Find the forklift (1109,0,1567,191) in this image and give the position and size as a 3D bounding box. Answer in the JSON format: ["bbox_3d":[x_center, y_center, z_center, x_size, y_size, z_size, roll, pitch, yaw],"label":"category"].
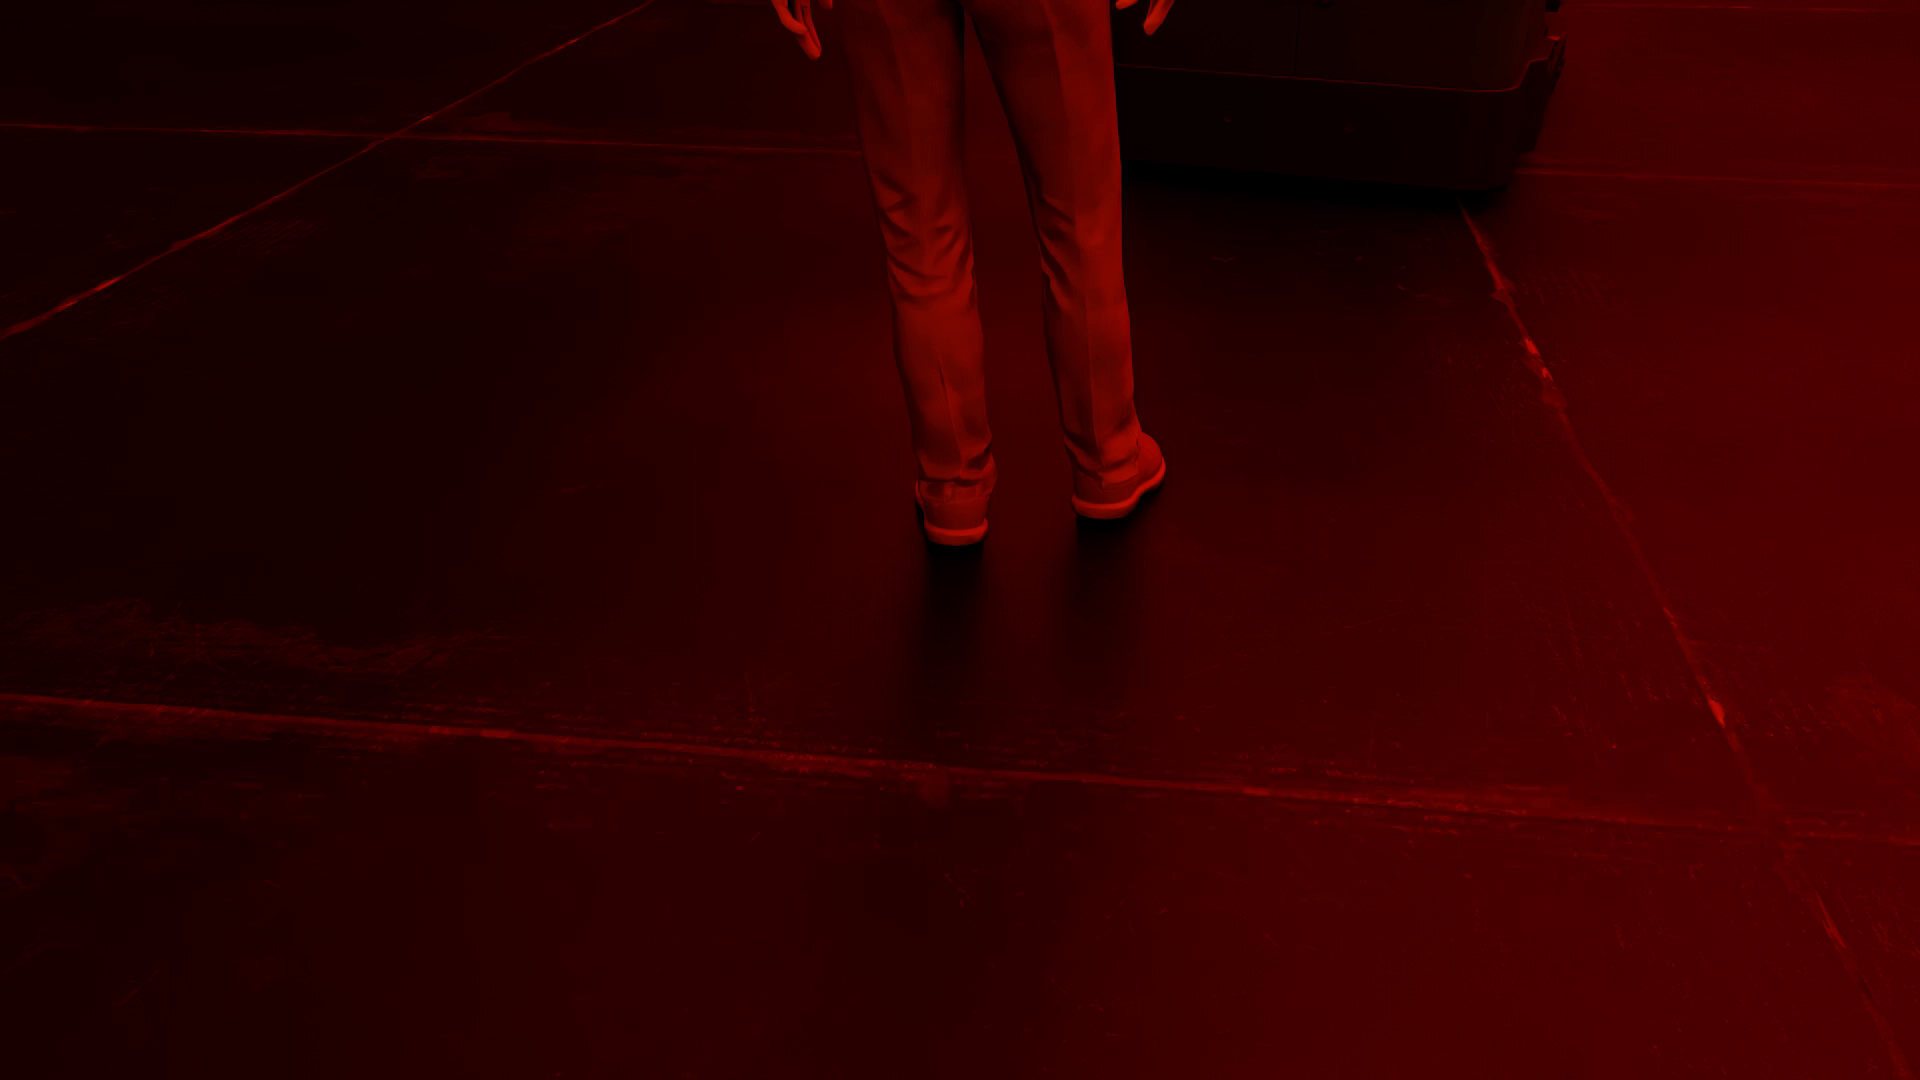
[{"bbox_3d":[1.370,-2.795,4.819,1.130,2.935,3.031,10,28,19],"label":"forklift"}]

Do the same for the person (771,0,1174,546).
[{"bbox_3d":[0.016,-0.795,2.179,0.586,1.694,0.530,3,27,7],"label":"person"}]
